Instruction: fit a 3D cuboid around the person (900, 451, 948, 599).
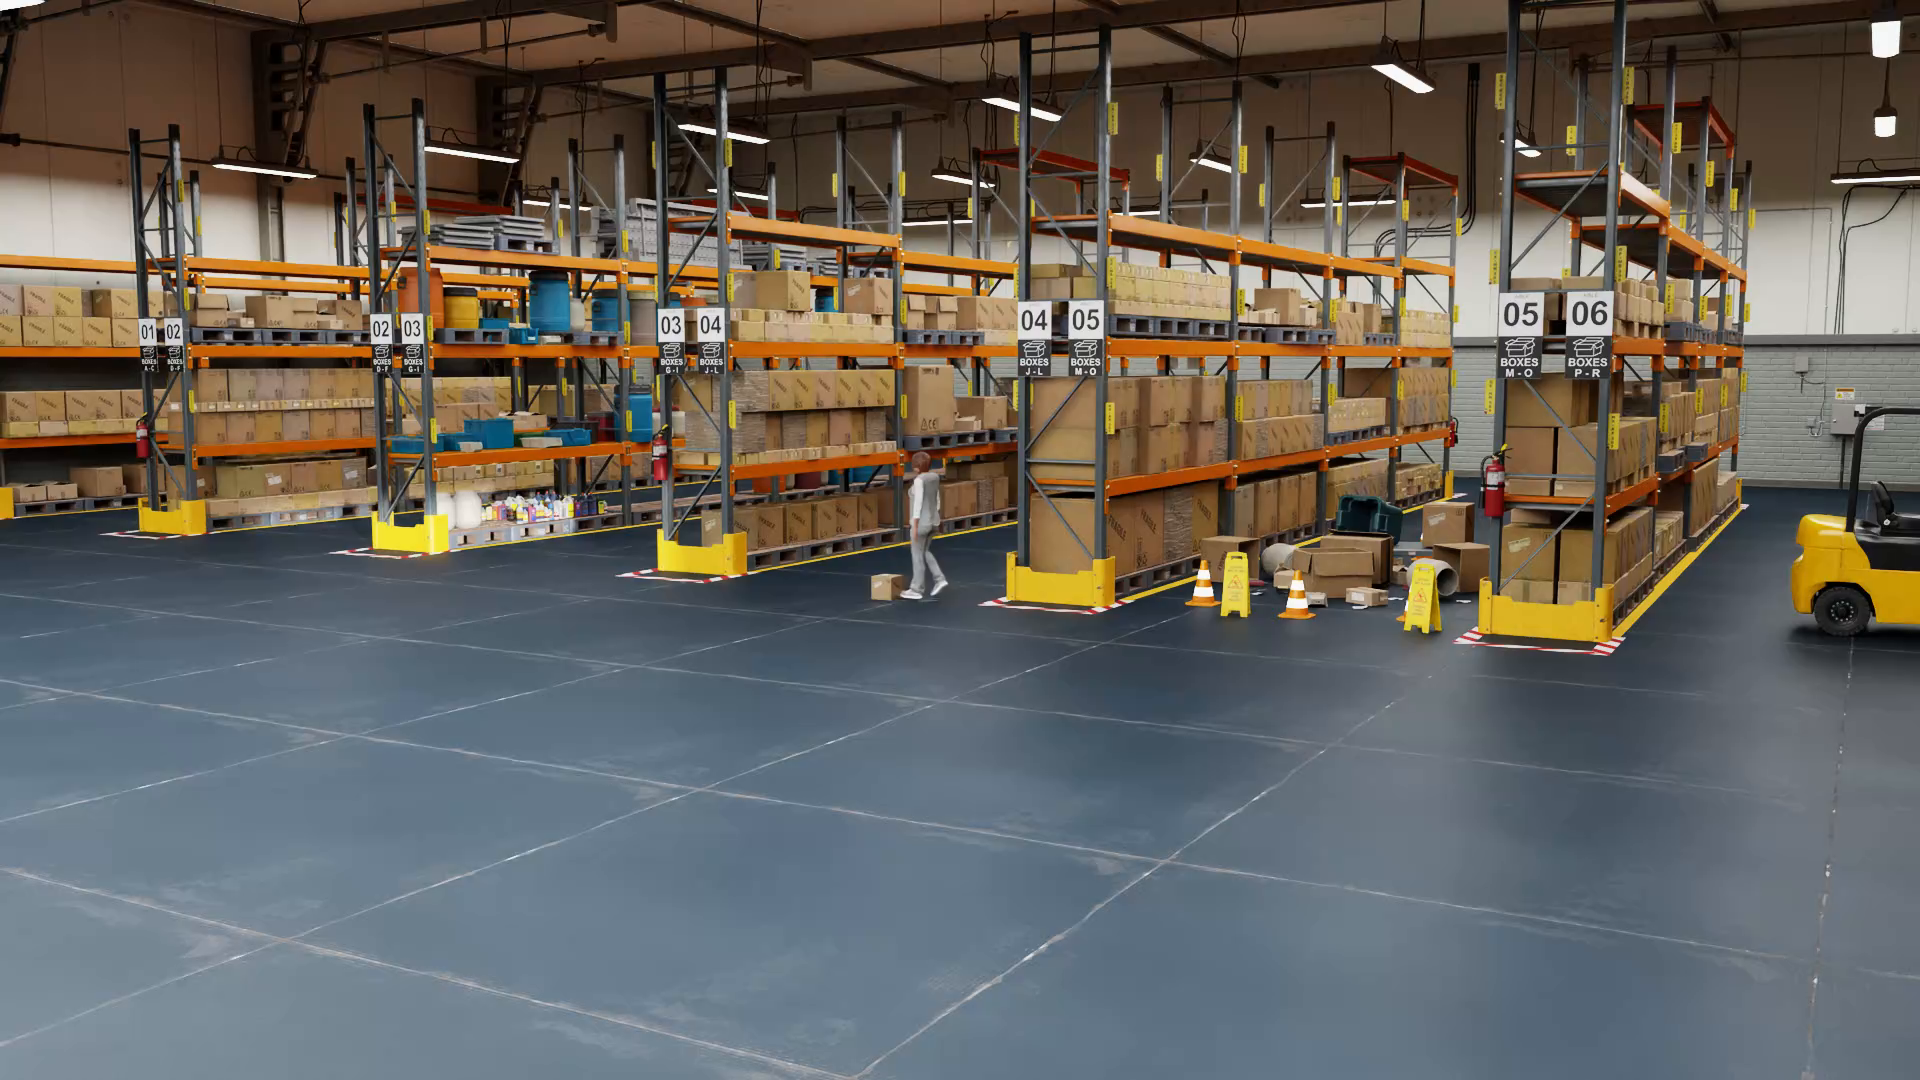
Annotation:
[{"bbox_3d":[-0.420,-0.152,17.797,0.518,1.574,0.442,4,7,34],"label":"person"}]
